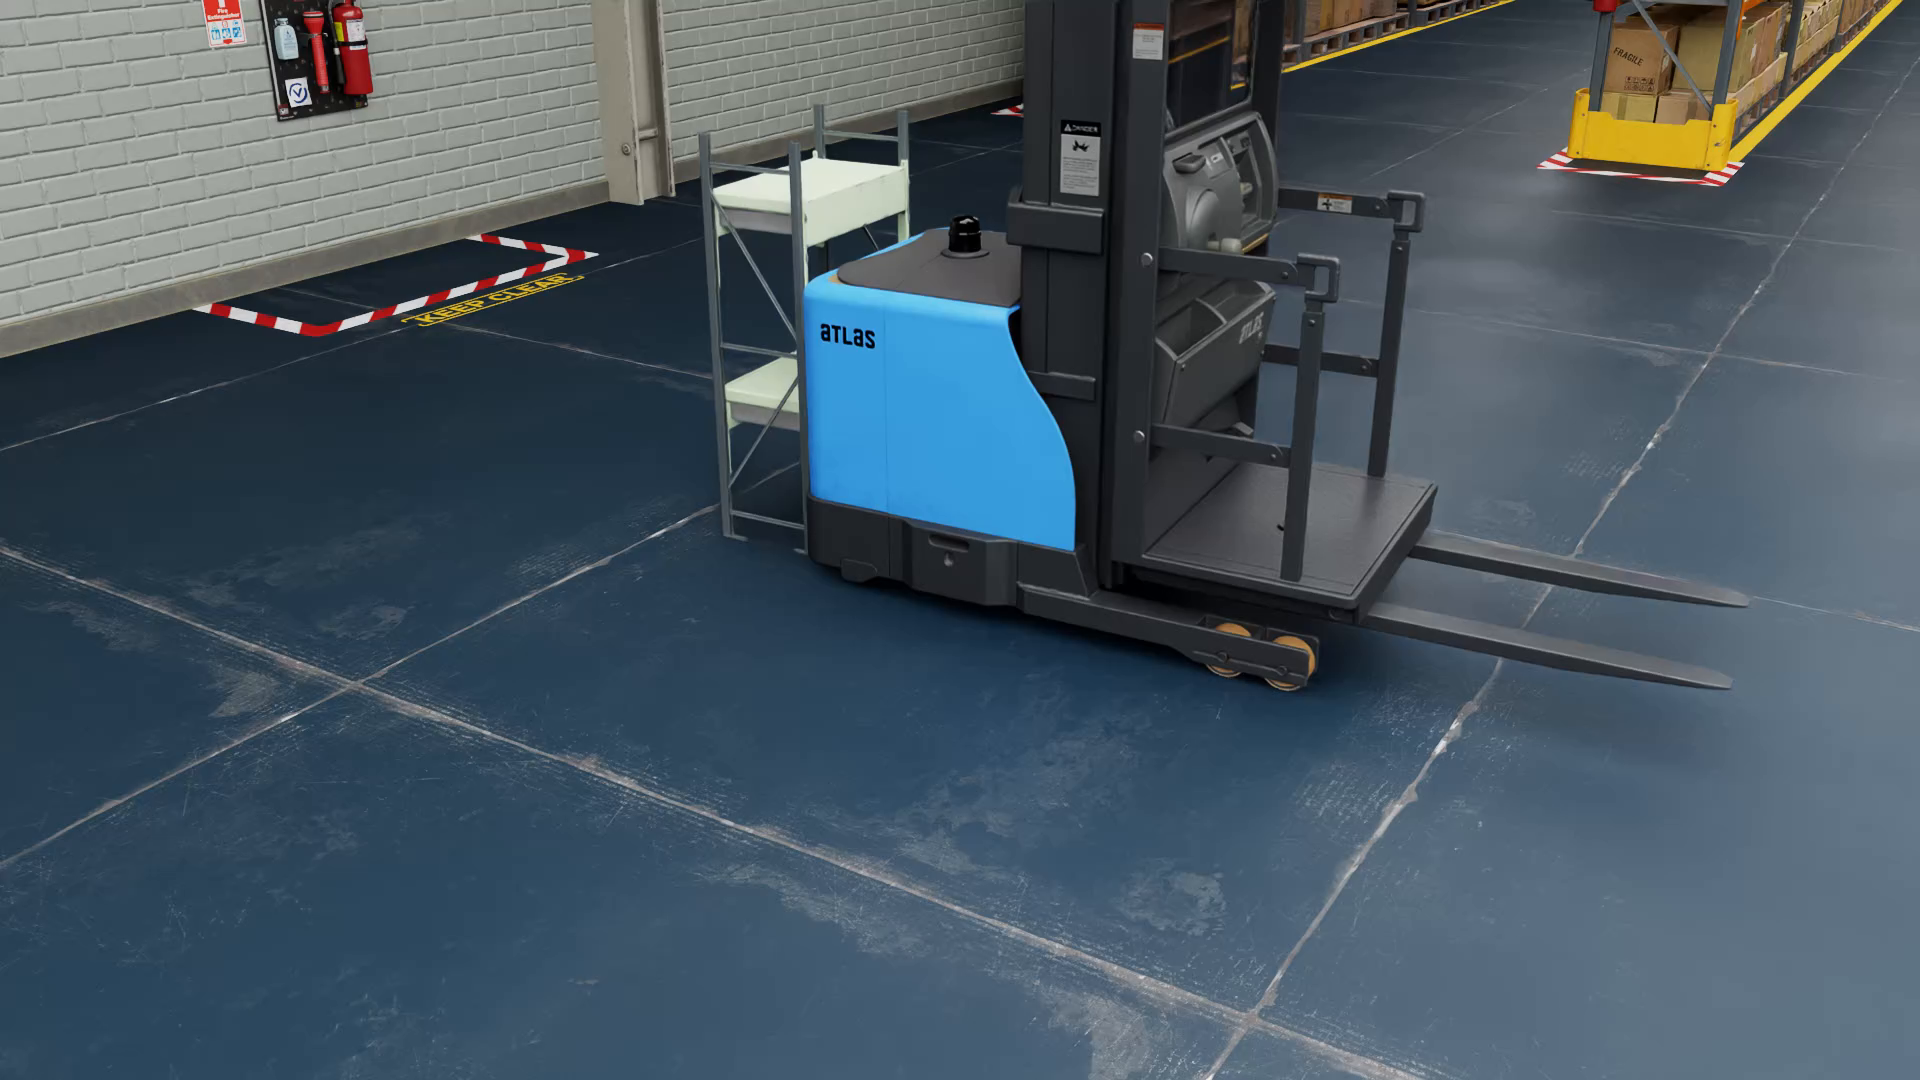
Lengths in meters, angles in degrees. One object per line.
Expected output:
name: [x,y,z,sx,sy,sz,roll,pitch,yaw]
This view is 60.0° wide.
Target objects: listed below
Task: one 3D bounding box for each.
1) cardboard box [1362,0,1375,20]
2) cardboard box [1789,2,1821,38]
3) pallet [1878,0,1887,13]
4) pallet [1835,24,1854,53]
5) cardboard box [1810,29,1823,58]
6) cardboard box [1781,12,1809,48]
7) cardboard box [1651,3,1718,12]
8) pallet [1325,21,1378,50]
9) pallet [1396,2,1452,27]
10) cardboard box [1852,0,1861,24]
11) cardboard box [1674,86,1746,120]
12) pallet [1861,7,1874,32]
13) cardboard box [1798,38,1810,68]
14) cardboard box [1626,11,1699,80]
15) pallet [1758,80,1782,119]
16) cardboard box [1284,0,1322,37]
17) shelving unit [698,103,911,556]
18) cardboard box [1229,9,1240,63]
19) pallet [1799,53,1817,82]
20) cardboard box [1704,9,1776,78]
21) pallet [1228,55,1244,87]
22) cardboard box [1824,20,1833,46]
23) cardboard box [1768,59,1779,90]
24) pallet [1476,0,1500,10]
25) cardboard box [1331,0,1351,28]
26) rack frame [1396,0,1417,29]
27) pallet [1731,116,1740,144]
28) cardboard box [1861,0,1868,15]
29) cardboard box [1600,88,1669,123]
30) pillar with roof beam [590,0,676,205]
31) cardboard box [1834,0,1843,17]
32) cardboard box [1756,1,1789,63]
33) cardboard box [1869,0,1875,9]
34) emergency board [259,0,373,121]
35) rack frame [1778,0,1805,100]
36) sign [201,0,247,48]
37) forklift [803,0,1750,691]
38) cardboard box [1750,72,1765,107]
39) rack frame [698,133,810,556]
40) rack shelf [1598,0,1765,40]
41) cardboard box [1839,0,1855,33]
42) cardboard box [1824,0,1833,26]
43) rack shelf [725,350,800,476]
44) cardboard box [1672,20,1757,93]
cardboard box: [4.763,-6.787,20.745,0.700,0.500,0.500,14,27,29]
cardboard box: [8.539,-5.367,17.099,0.500,0.311,0.500,13,27,27]
pallet: [12.795,-7.814,24.035,1.003,0.211,1.213,14,27,29]
pallet: [10.105,-6.063,19.990,1.003,0.211,1.213,14,27,29]
cardboard box: [8.803,-5.283,17.610,0.500,0.250,0.500,14,27,30]
cardboard box: [7.999,-5.024,16.307,0.500,0.311,0.500,14,27,29]
cardboard box: [6.531,-4.595,15.078,0.500,0.500,0.500,14,27,29]
pallet: [4.411,-6.182,20.265,1.003,0.211,1.213,14,27,29]
pallet: [5.949,-7.106,22.399,1.003,0.211,1.213,14,27,29]
cardboard box: [10.702,-6.593,20.298,0.500,0.500,0.500,13,27,28]
cardboard box: [6.192,-3.633,13.800,0.500,0.250,0.500,14,27,29]
pallet: [11.392,-6.887,21.892,1.003,0.211,1.213,14,27,29]
cardboard box: [8.263,-4.936,16.809,0.500,0.250,0.500,15,27,30]
cardboard box: [6.004,-4.258,14.298,0.500,0.500,0.500,14,27,29]
pallet: [7.114,-4.209,15.708,1.003,0.211,1.213,14,27,29]
cardboard box: [3.733,-6.092,19.140,0.700,0.500,0.500,15,28,31]
shelving unit: [-0.542,-0.796,6.201,0.431,1.500,0.755,12,26,25]
cardboard box: [2.420,-5.135,16.927,0.700,0.500,0.500,12,26,26]
pallet: [8.567,-5.139,17.856,1.003,0.211,1.213,14,27,29]
cardboard box: [6.725,-4.314,14.428,0.500,0.500,0.500,14,27,29]
pallet: [2.392,-4.858,17.207,1.003,0.211,1.213,14,27,29]
cardboard box: [9.340,-5.626,18.403,0.500,0.250,0.500,14,27,28]
cardboard box: [7.238,-4.311,15.364,0.500,0.250,0.500,14,27,29]
pallet: [7.236,-7.930,24.302,1.003,0.211,1.213,14,27,29]
cardboard box: [4.266,-6.441,19.945,0.700,0.500,0.500,14,27,30]
rack frame: [5.469,-8.136,21.267,1.000,3.000,0.127,14,27,29]
pallet: [5.827,-3.386,13.806,1.003,0.211,1.213,14,27,29]
cardboard box: [11.240,-6.943,21.104,0.500,0.500,0.500,14,27,30]
cardboard box: [5.491,-3.572,13.659,0.500,0.250,0.500,14,27,29]
pillar with roof beam: [1.376,-5.679,8.041,9.100,9.000,0.400,14,27,29]
cardboard box: [9.612,-6.059,18.696,0.500,0.311,0.500,15,27,30]
cardboard box: [7.237,-4.655,15.216,0.500,0.500,0.500,14,27,29]
cardboard box: [11.772,-7.277,21.877,0.500,0.500,0.500,14,27,29]
emergency board: [-3.618,-3.002,9.409,0.194,1.169,0.643,14,27,29]
rack frame: [7.569,-5.749,15.754,1.000,3.000,0.127,14,27,29]
sign: [-3.997,-2.853,9.020,0.001,0.329,0.234,14,27,29]
forklift: [1.004,-1.117,5.142,3.031,2.935,1.130,12,26,25]
cardboard box: [6.724,-3.970,14.577,0.500,0.250,0.500,14,27,29]
rack frame: [-0.713,-0.668,5.904,0.400,1.500,0.023,12,26,25]
rack shelf: [6.514,-4.744,14.337,1.077,0.370,4.000,14,27,29]
cardboard box: [10.162,-6.247,19.498,0.500,0.500,0.500,15,28,31]
cardboard box: [9.075,-5.712,17.896,0.500,0.311,0.500,14,27,29]
rack shelf: [-0.542,-0.497,6.330,0.431,0.370,0.720,12,26,25]
cardboard box: [6.193,-3.977,13.650,0.500,0.500,0.500,14,27,29]
